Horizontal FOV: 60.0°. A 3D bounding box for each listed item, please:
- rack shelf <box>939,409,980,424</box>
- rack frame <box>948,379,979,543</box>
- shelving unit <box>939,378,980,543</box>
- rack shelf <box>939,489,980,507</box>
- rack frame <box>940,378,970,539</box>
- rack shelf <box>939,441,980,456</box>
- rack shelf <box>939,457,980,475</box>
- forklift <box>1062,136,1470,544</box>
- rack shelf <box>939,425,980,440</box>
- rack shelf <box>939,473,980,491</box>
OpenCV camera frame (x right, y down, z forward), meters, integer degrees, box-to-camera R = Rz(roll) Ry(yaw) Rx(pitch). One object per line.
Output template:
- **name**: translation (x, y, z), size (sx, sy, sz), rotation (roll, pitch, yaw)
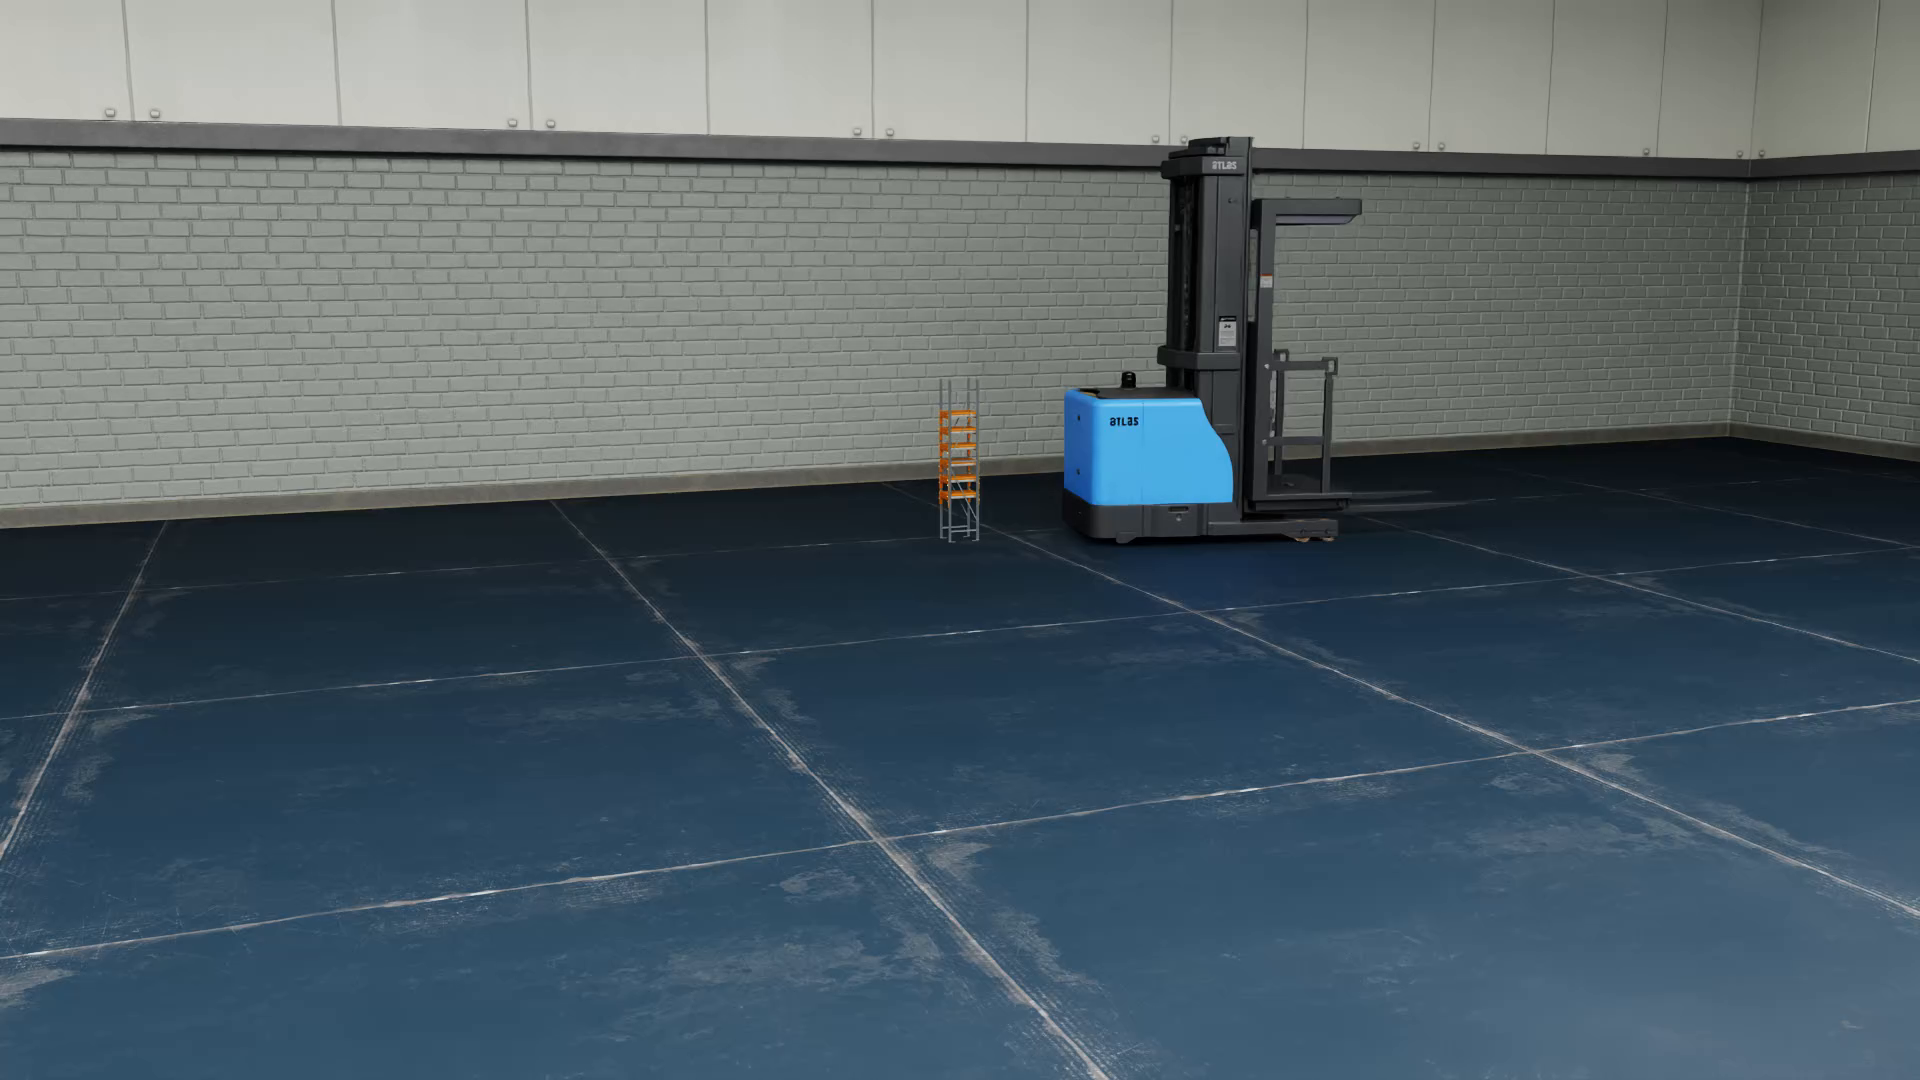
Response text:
- **rack shelf**: translation (-0.005, -0.904, 12.273), size (0.258, 0.103, 0.180), rotation (-4, 11, -21)
- **rack frame**: translation (0.028, -0.578, 12.244), size (0.240, 1.200, 0.006), rotation (-4, 11, -21)
- **shelving unit**: translation (-0.005, -0.593, 12.328), size (0.258, 1.200, 0.189), rotation (-4, 11, -21)
- **rack shelf**: translation (-0.005, -0.313, 12.378), size (0.258, 0.103, 0.180), rotation (-4, 11, -21)
- **rack frame**: translation (-0.038, -0.608, 12.412), size (0.240, 1.200, 0.006), rotation (-4, 11, -21)
- **rack shelf**: translation (-0.005, -0.667, 12.315), size (0.258, 0.103, 0.180), rotation (-4, 11, -21)
- **rack shelf**: translation (-0.005, -0.549, 12.336), size (0.258, 0.103, 0.180), rotation (-4, 11, -21)
- **forklift**: translation (2.360, -1.517, 12.576), size (3.031, 2.935, 1.130), rotation (-2, 10, -10)
- **rack shelf**: translation (-0.005, -0.786, 12.294), size (0.258, 0.103, 0.180), rotation (-4, 11, -21)
- **rack shelf**: translation (-0.005, -0.431, 12.357), size (0.258, 0.103, 0.180), rotation (-4, 11, -21)
